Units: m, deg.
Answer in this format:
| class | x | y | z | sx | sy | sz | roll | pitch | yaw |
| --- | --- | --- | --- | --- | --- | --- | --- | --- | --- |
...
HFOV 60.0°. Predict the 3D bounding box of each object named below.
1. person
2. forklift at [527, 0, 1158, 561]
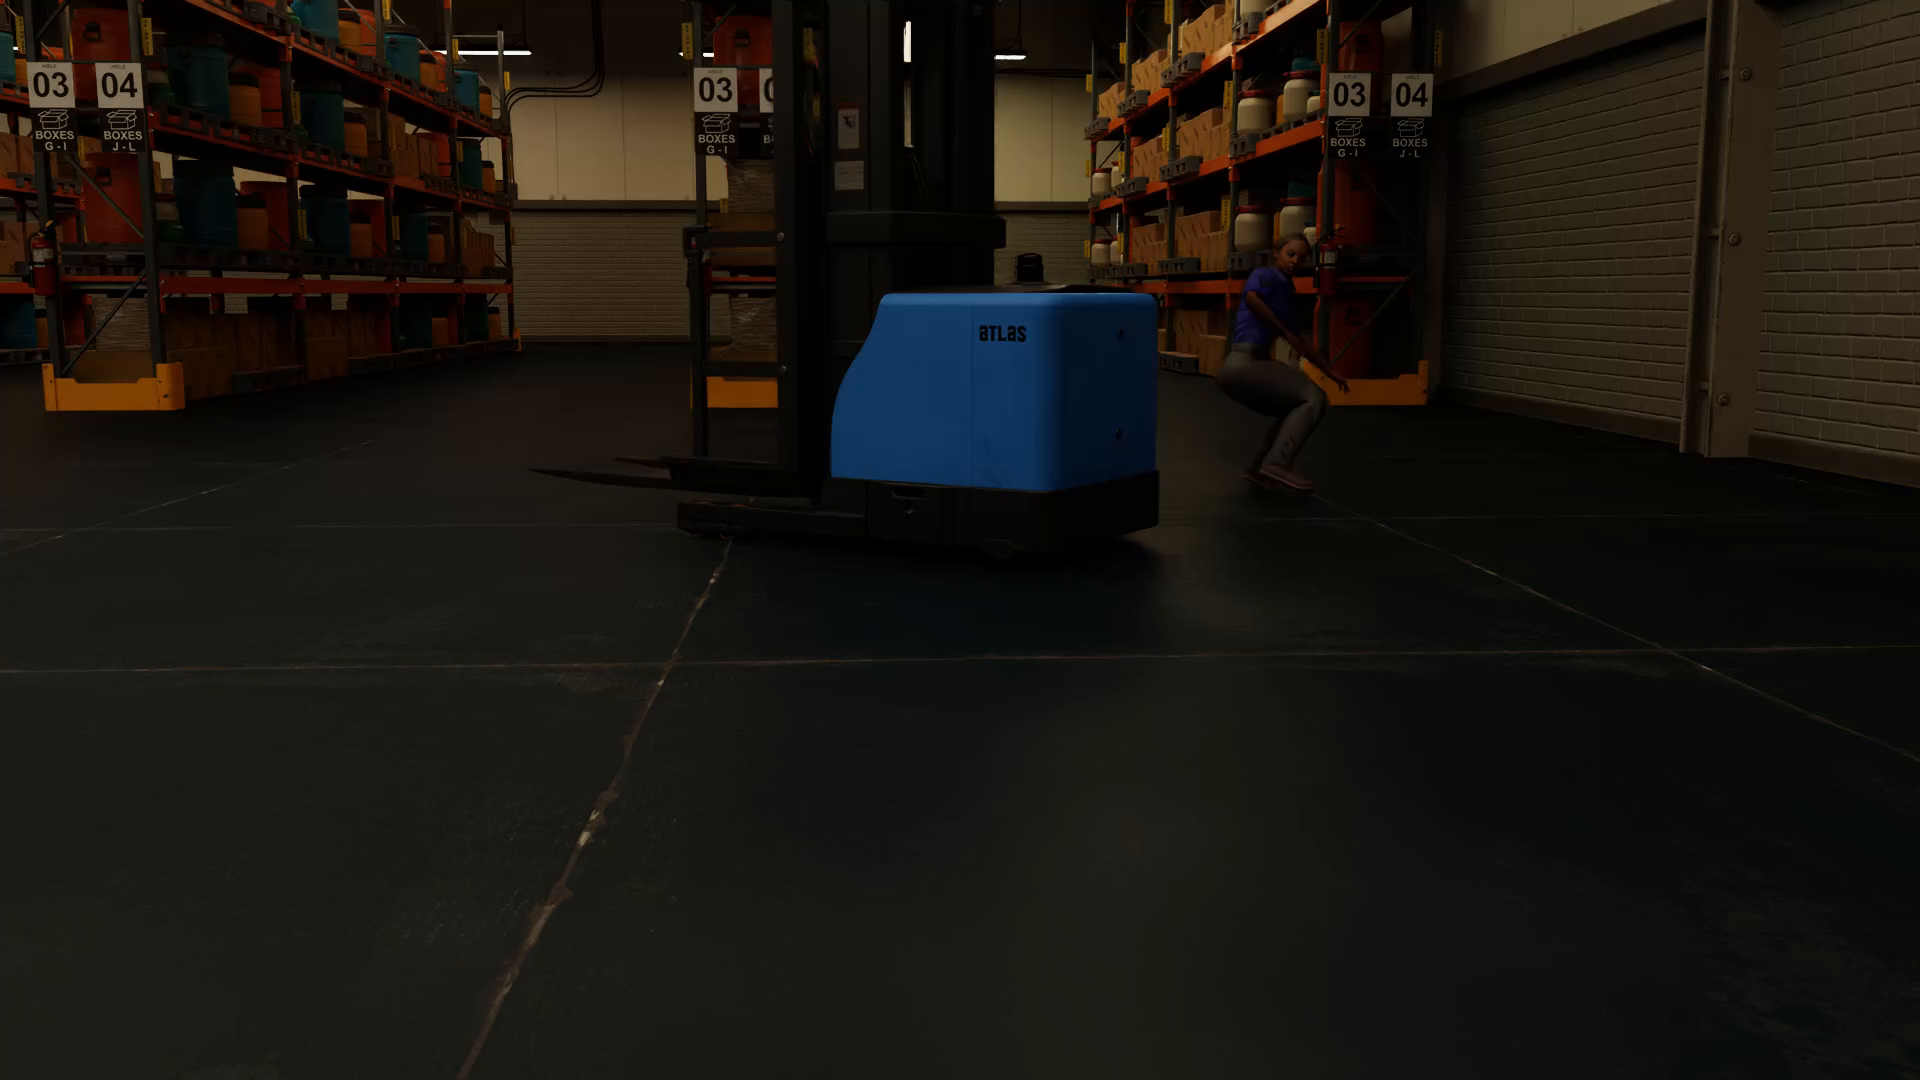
| class | x | y | z | sx | sy | sz | roll | pitch | yaw |
| --- | --- | --- | --- | --- | --- | --- | --- | --- | --- |
| person | 1.722 | -0.898 | 8.804 | 0.716 | 1.444 | 0.855 | 1 | 9 | 9 |
| forklift | -0.660 | -1.504 | 7.463 | 3.031 | 2.935 | 1.130 | 5 | 10 | 31 |
